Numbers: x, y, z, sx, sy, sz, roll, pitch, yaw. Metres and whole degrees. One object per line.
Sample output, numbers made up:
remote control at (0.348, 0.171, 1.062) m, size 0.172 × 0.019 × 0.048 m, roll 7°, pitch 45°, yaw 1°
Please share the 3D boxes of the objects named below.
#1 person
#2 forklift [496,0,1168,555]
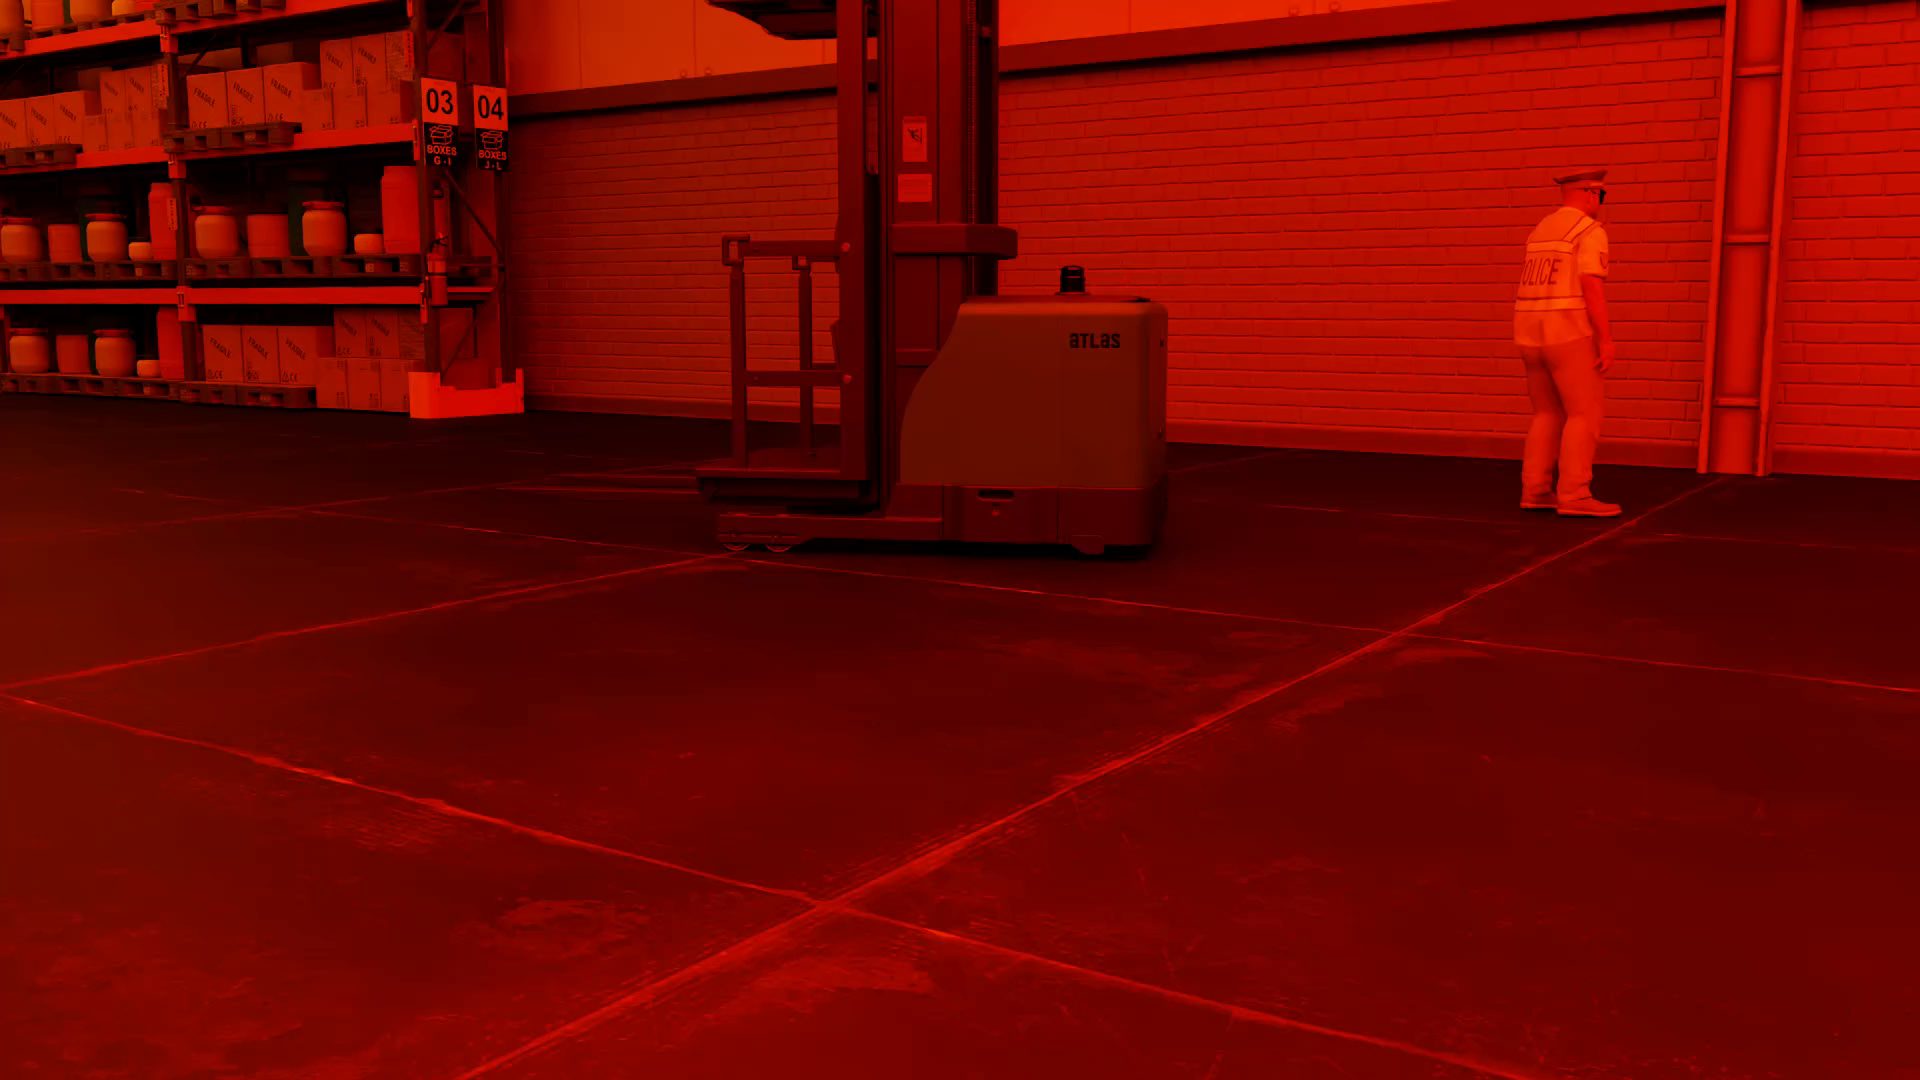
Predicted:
person at (3.081, -1.012, 8.502) m, size 0.432 × 1.748 × 0.597 m, roll -3°, pitch 9°, yaw -18°
forklift at (-0.596, -1.469, 7.520) m, size 3.031 × 2.935 × 1.130 m, roll 2°, pitch 8°, yaw 12°
